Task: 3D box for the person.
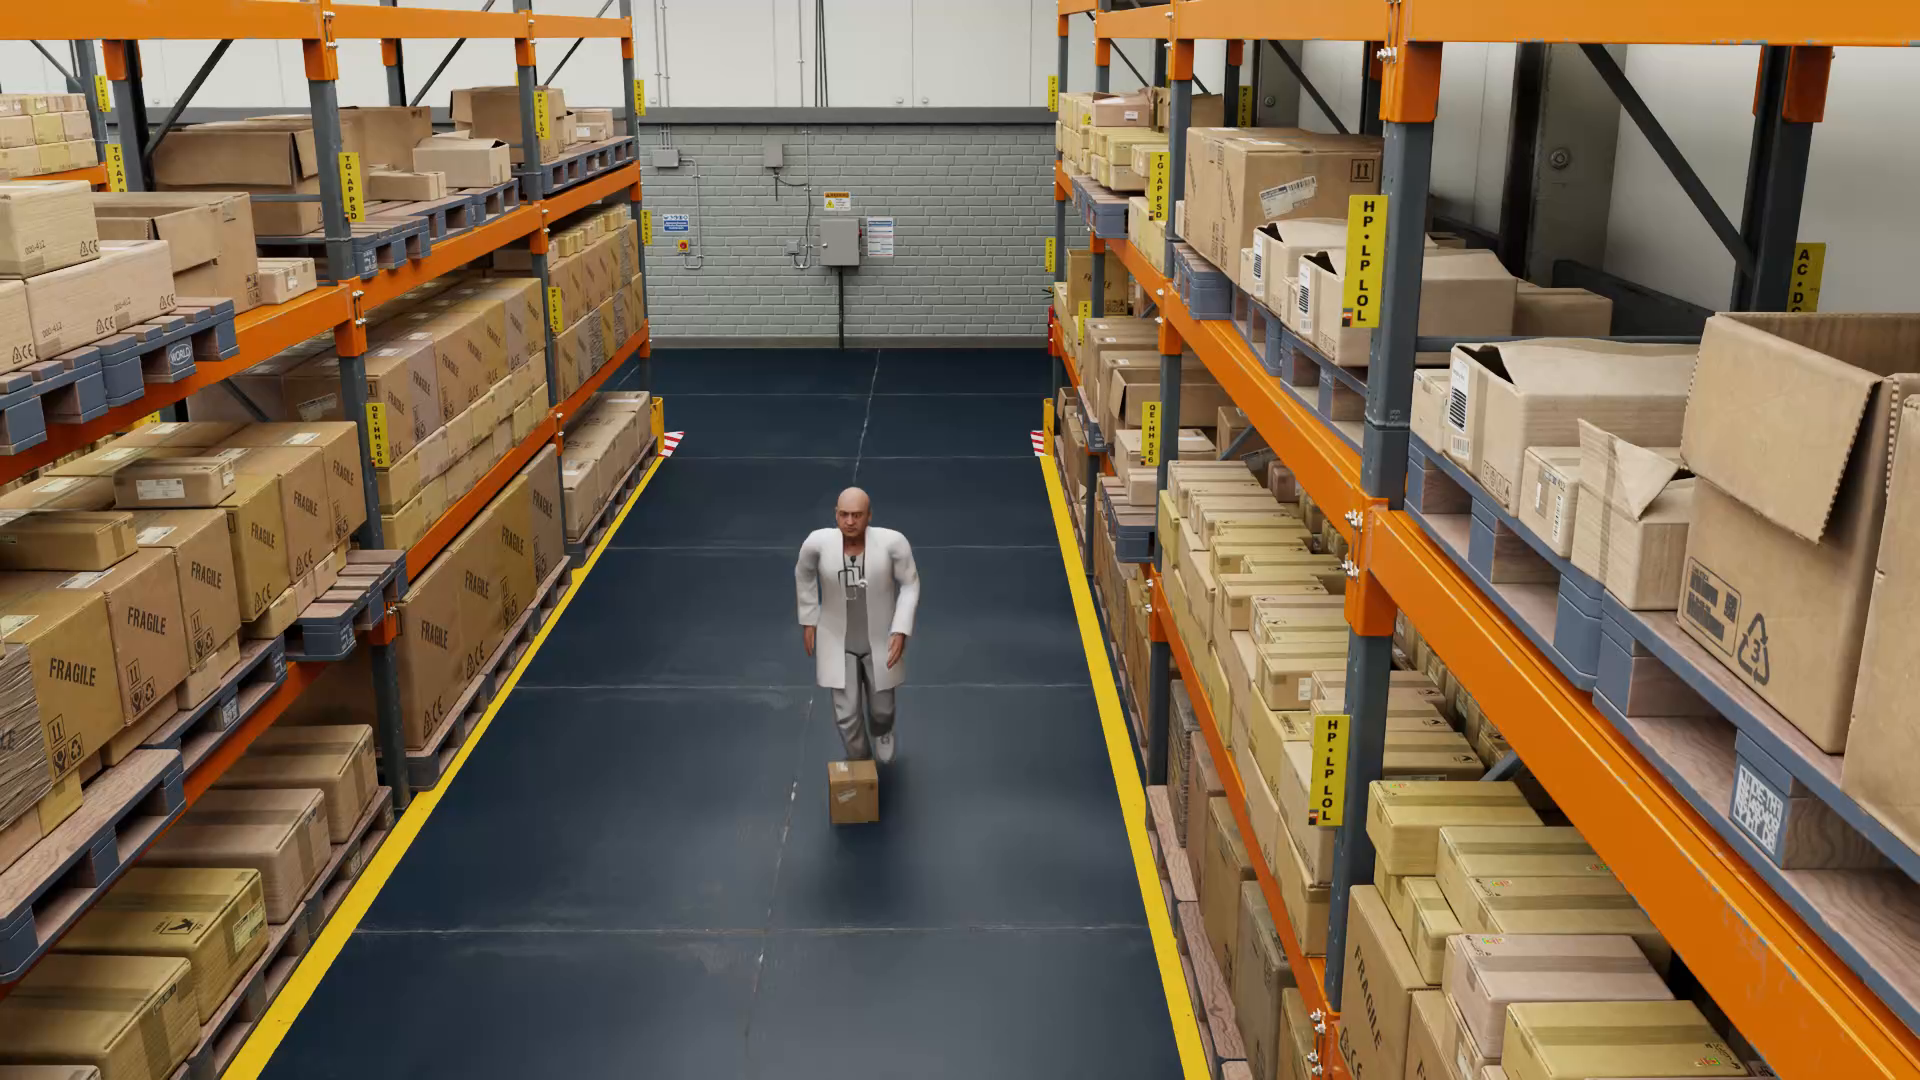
[{"bbox_3d":[-0.545,0.509,8.934,0.666,1.746,0.772,-1,17,-3],"label":"person"}]
